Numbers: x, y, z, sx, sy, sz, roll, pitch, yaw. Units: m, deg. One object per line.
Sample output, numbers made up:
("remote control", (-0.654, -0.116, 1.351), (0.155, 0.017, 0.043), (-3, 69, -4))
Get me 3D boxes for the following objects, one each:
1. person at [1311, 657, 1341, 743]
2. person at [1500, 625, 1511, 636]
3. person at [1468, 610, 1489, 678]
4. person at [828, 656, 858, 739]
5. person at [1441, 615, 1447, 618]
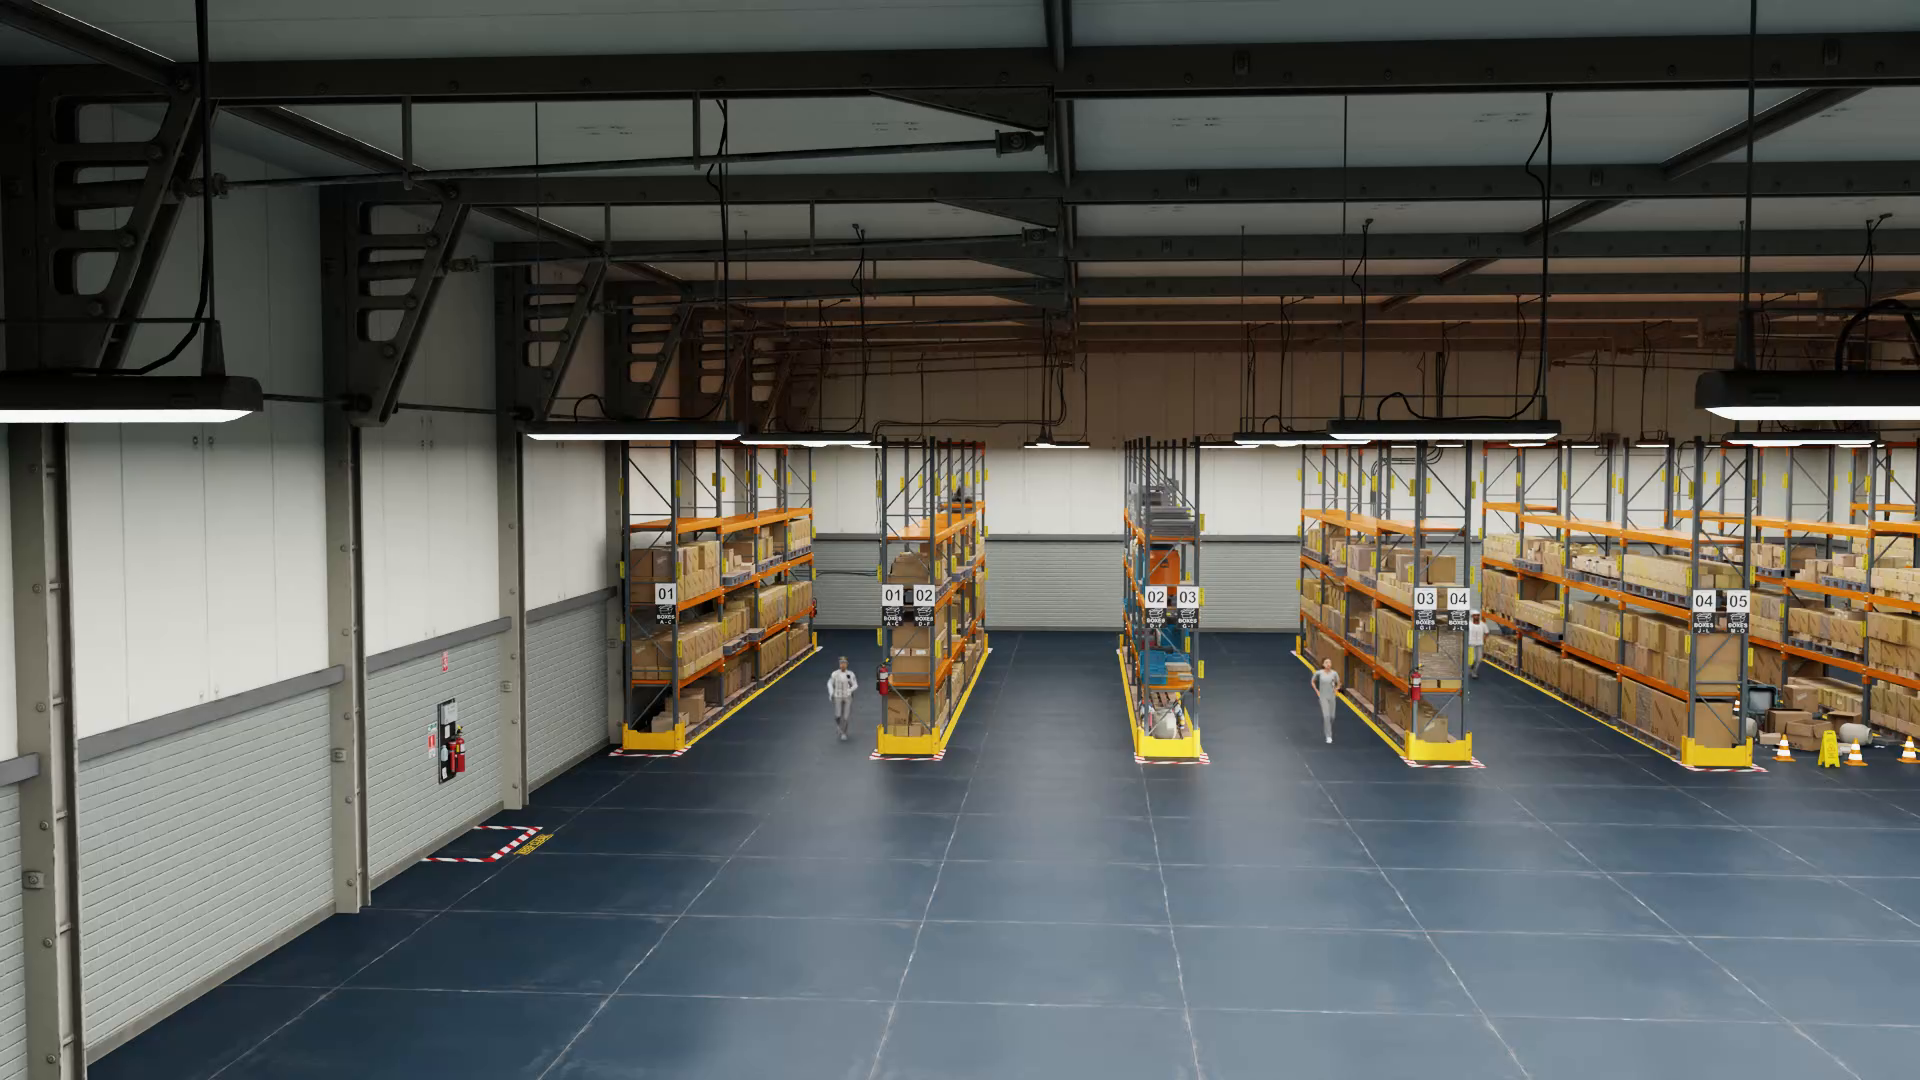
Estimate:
("person", (7.235, 3.145, 32.867), (0.574, 1.643, 0.769), (0, 3, -2))
("person", (15.586, 2.315, 47.681), (0.765, 1.656, 1.038), (-3, 4, -43))
("person", (12.963, 2.630, 41.803), (0.695, 1.730, 0.579), (0, 3, 3))
("person", (-2.326, 3.132, 32.942), (0.605, 1.659, 0.535), (0, 3, -2))
("person", (13.128, 2.399, 45.514), (0.767, 1.750, 1.046), (0, 3, 9))
